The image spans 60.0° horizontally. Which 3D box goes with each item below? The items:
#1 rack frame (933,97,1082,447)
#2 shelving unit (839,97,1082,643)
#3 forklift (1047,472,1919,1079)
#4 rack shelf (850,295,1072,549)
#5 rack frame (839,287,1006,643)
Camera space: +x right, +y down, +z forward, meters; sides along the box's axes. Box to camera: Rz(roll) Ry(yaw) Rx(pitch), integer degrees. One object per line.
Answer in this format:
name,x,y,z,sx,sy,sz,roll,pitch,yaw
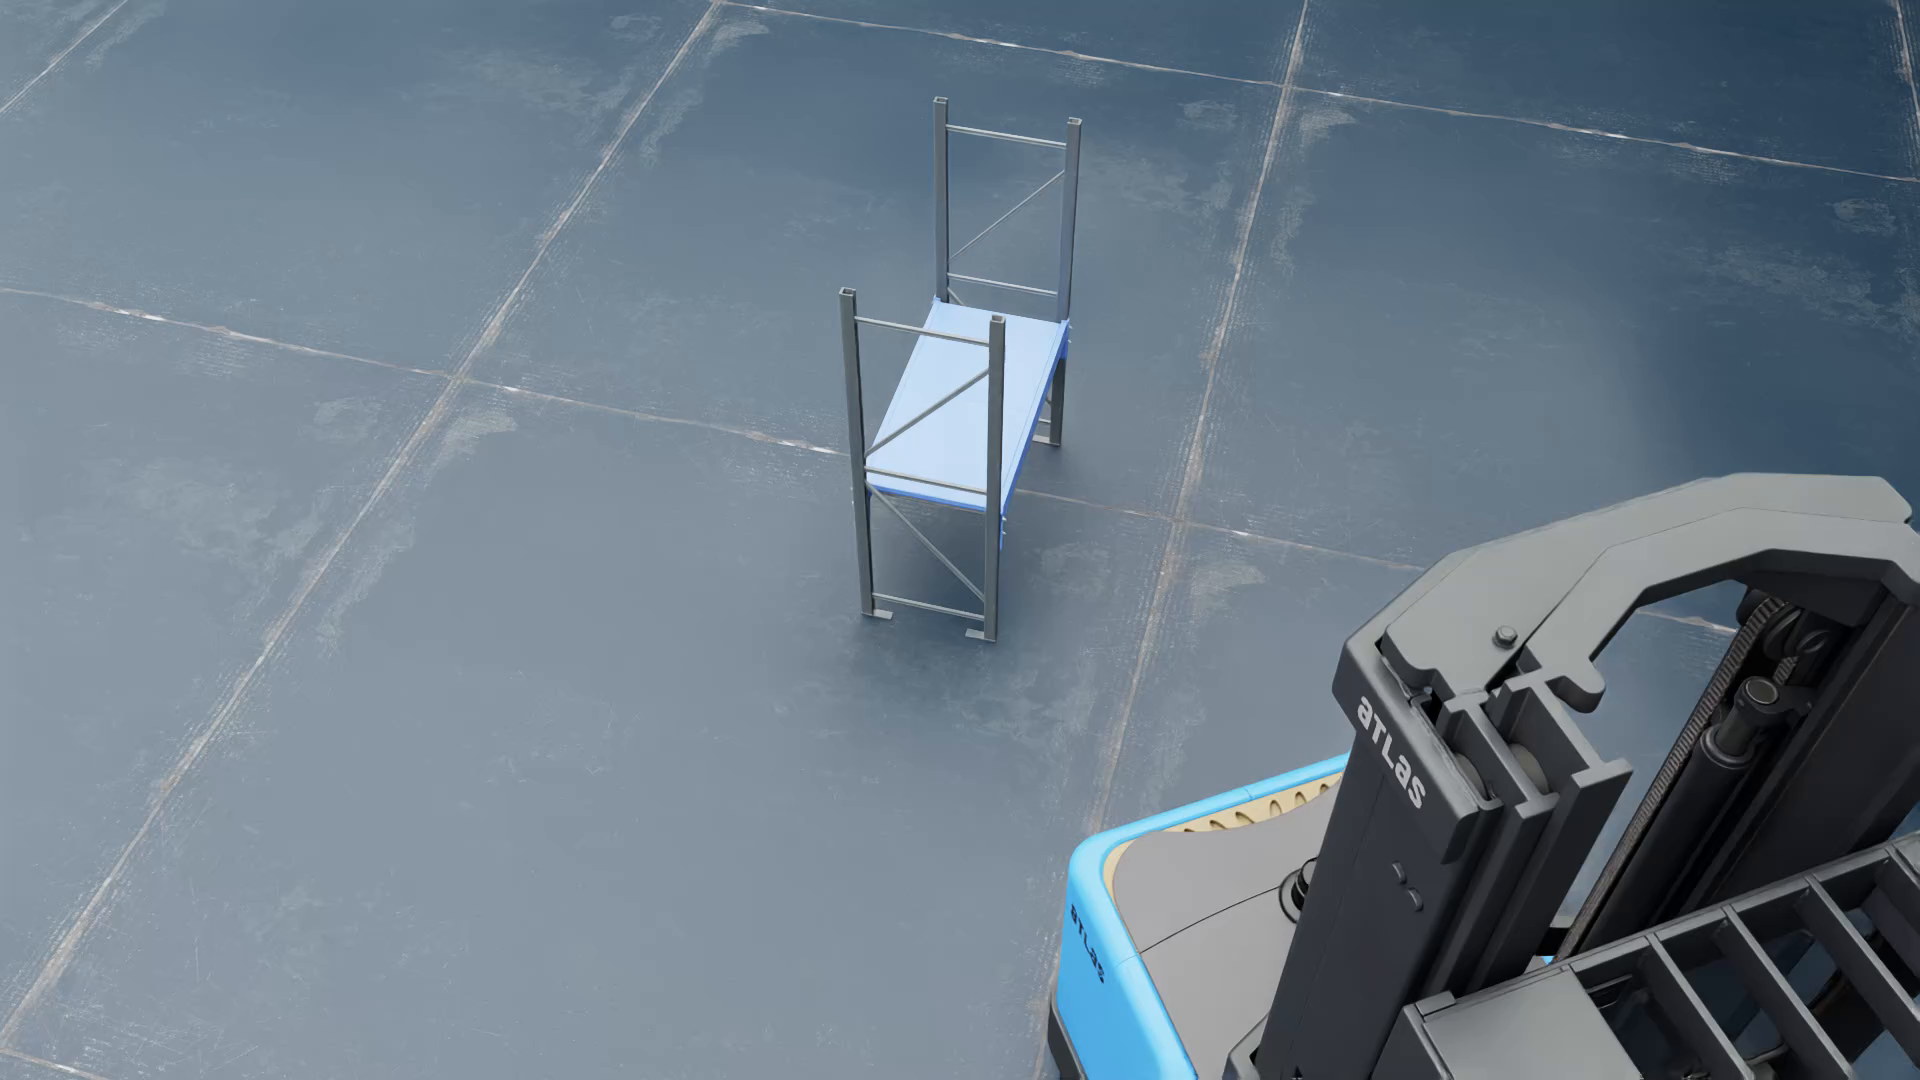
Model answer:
rack frame,0.156,-0.926,6.067,0.500,1.500,0.032,12,50,10
shelving unit,0.022,-0.558,5.742,0.538,1.500,1.048,12,50,10
forklift,1.238,1.415,3.046,1.130,2.935,3.031,-15,50,-13
rack shelf,0.022,-0.439,5.877,0.538,0.185,1.000,12,50,10
rack frame,-0.111,-0.190,5.418,0.500,1.500,0.032,12,50,10
